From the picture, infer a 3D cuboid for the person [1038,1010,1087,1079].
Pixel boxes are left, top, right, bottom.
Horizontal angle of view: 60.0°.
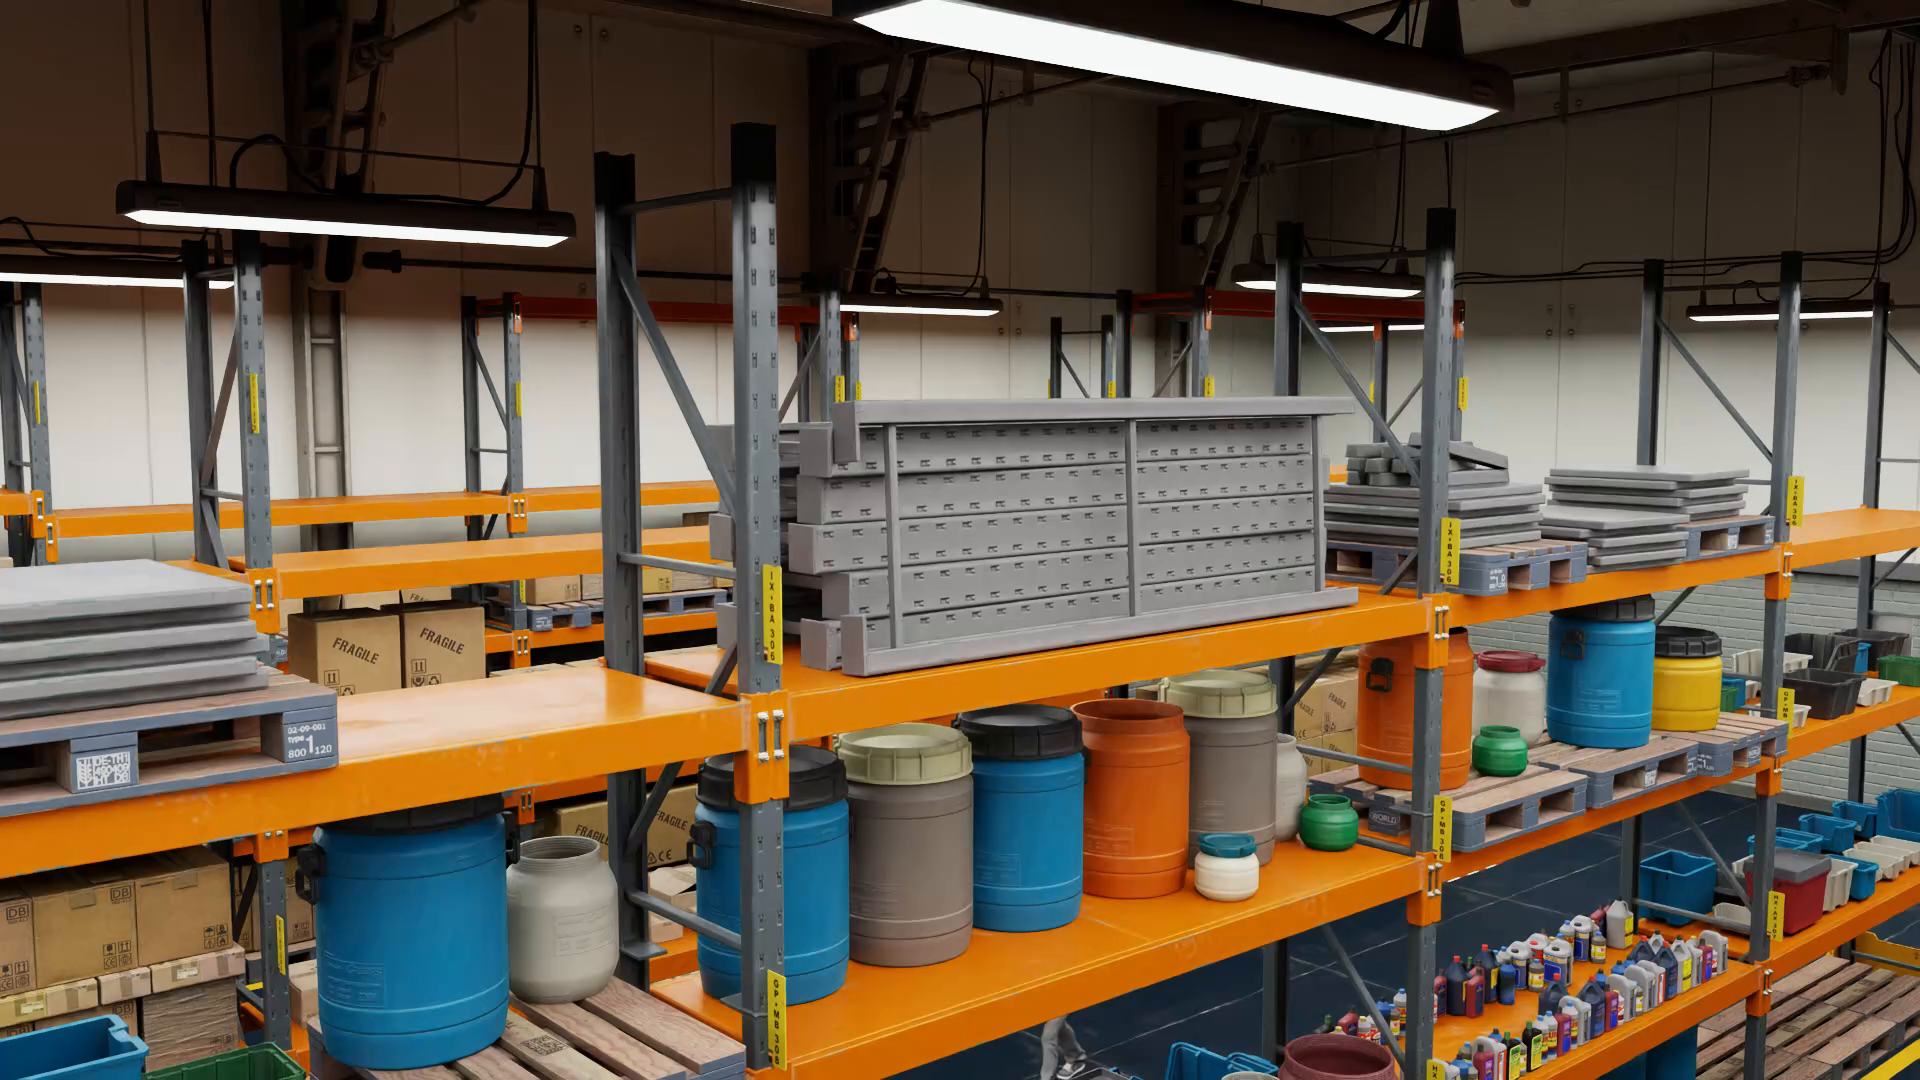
[{"bbox_3d":[0.665,3.241,12.054,0.817,1.555,0.437,-4,7,-37],"label":"person"}]
